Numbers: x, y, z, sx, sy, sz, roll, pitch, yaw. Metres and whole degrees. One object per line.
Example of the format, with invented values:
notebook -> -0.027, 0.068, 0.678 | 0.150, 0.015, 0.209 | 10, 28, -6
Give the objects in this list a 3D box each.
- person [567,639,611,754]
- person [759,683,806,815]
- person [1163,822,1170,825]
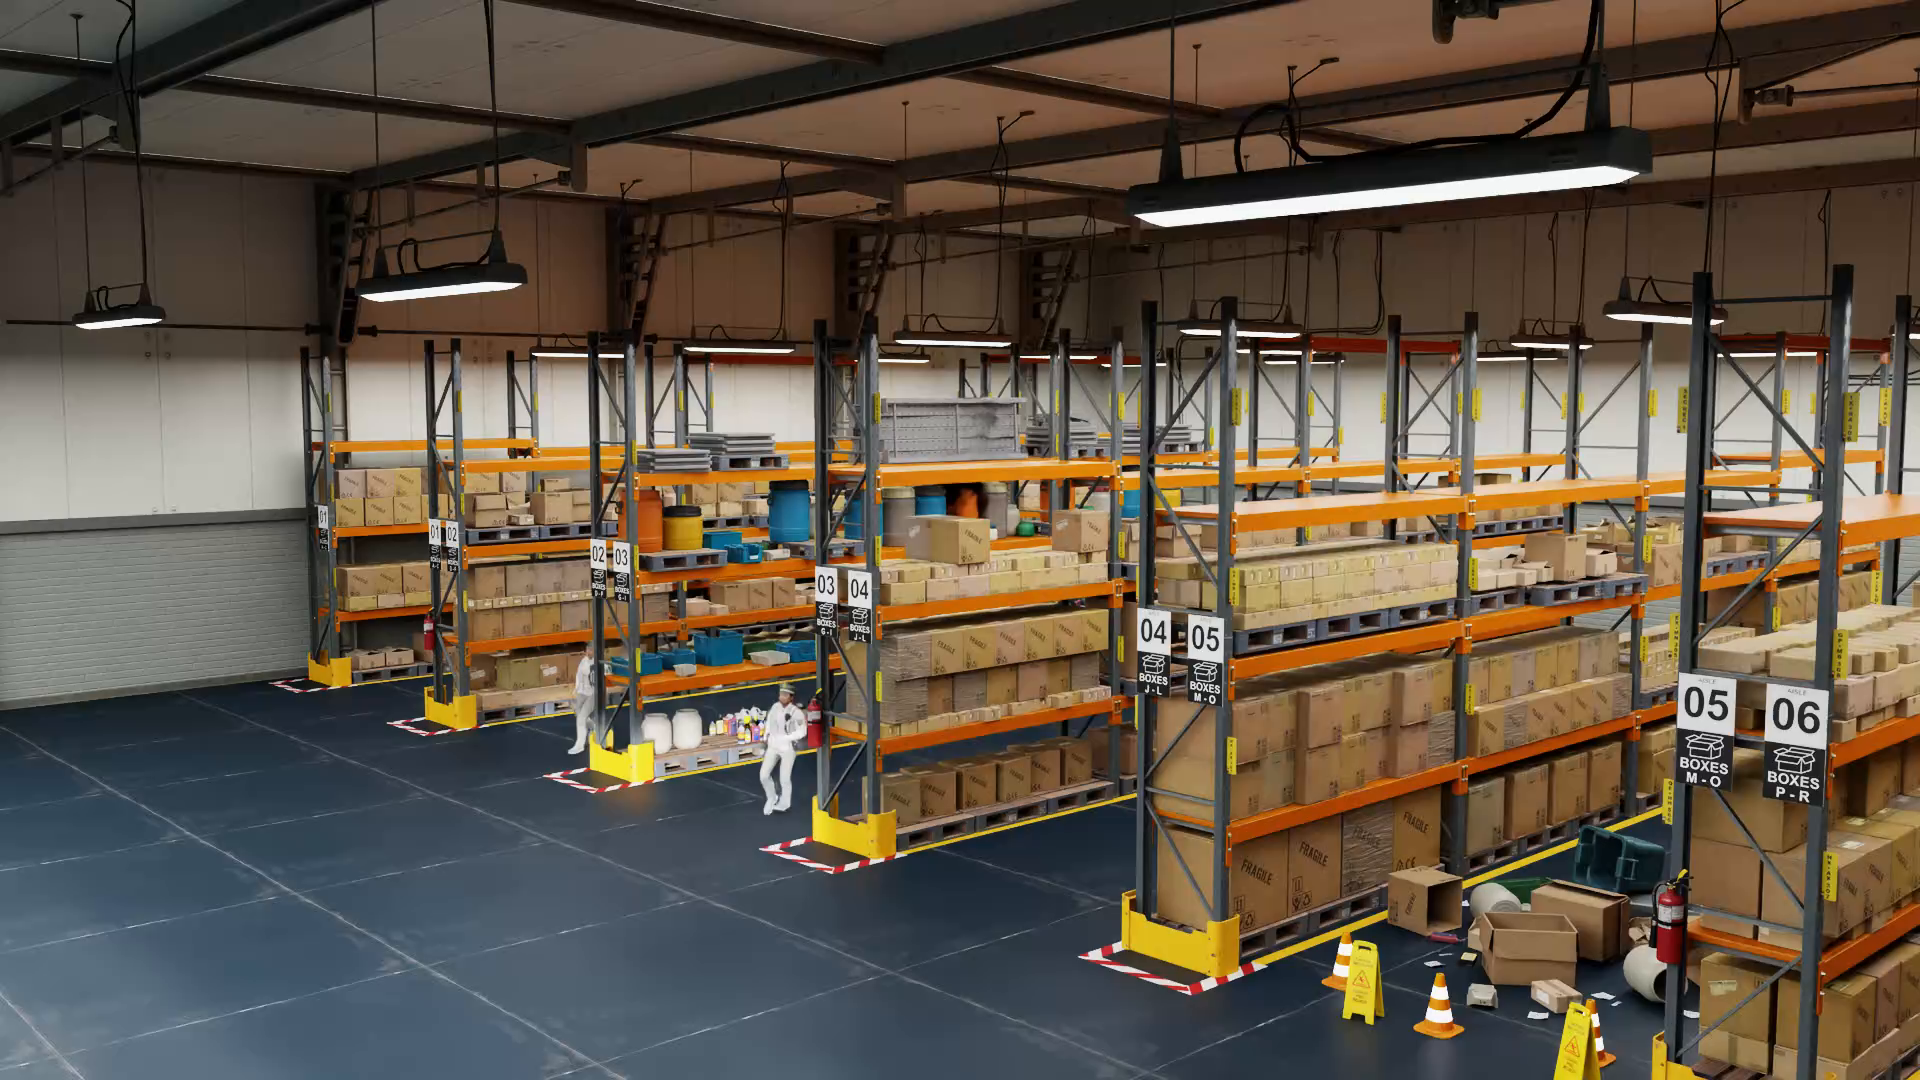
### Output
person -> -5.287, 2.235, 24.009 | 0.680, 1.656, 0.687 | 3, 6, 30
person -> -2.138, 2.557, 20.290 | 0.621, 1.691, 0.604 | 2, 5, 22
person -> 2.224, 2.828, 17.531 | 0.701, 1.627, 0.525 | -5, 7, -43
